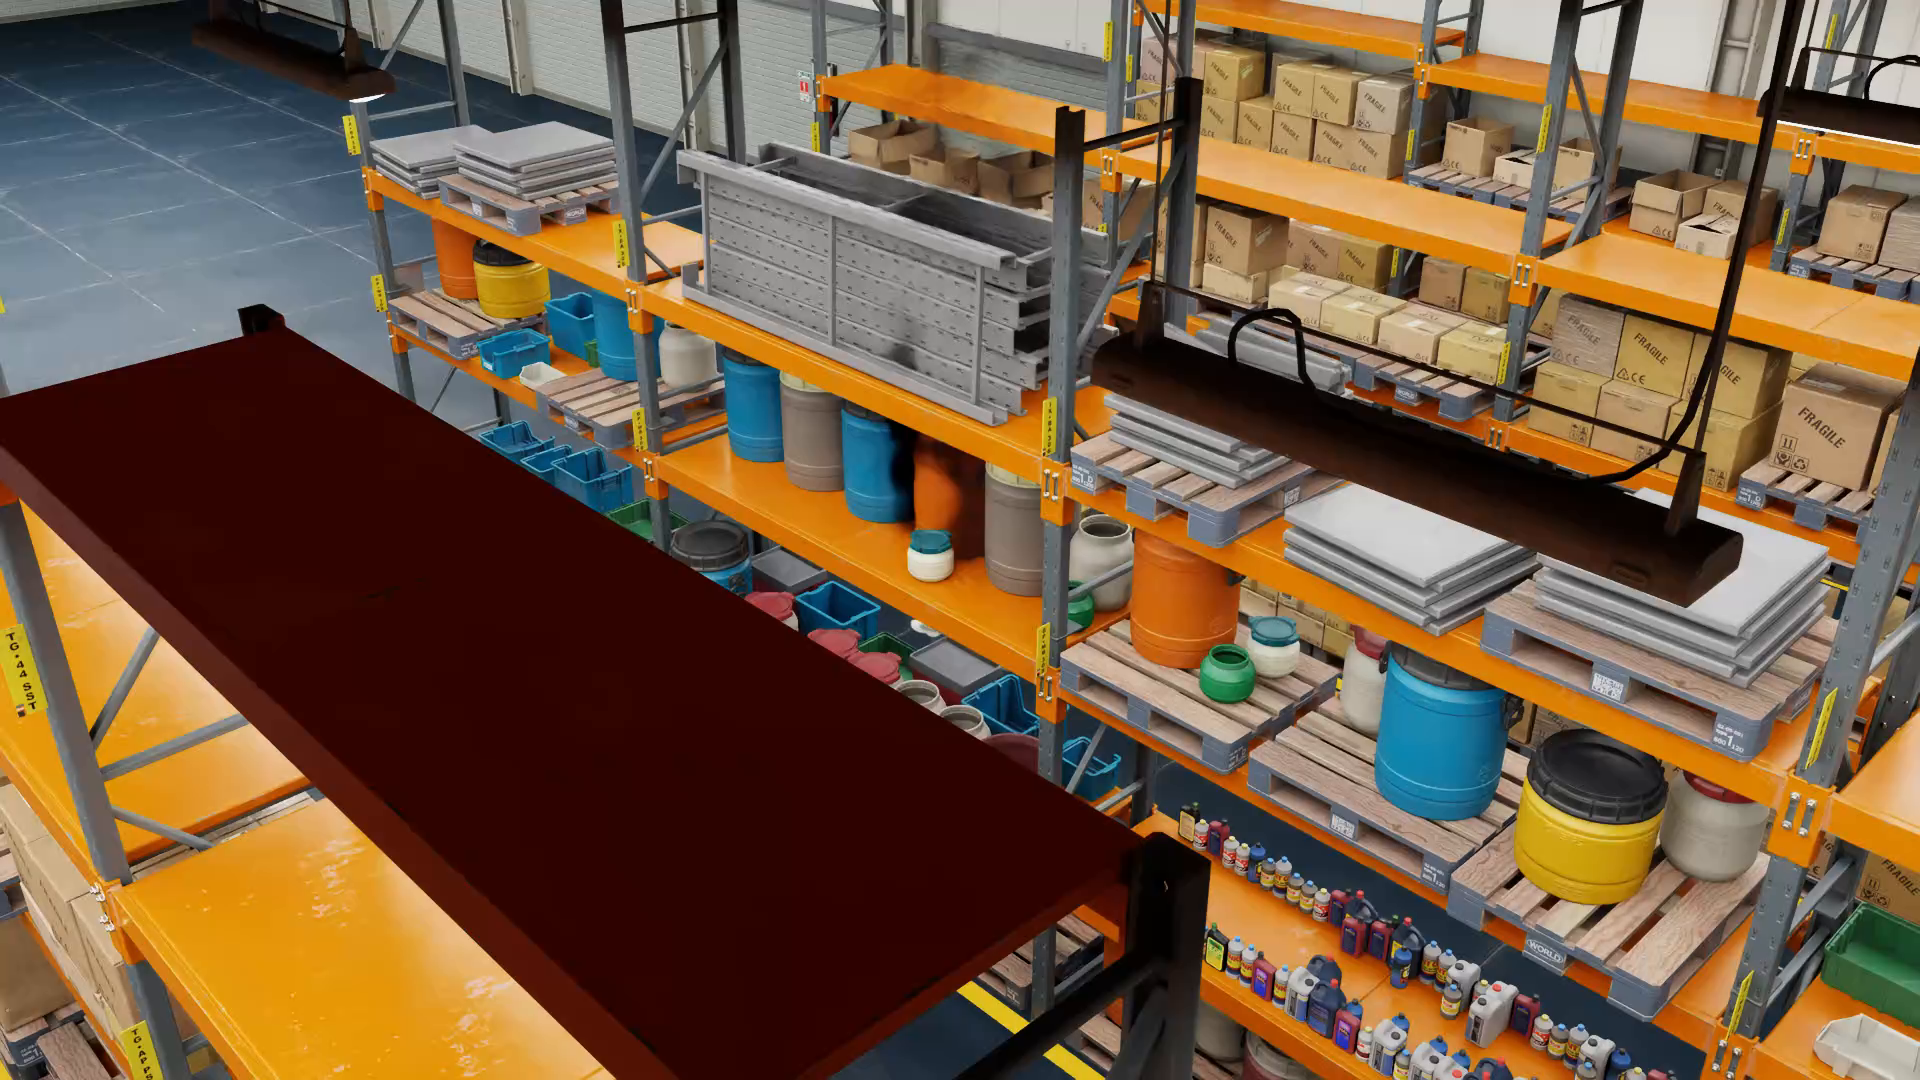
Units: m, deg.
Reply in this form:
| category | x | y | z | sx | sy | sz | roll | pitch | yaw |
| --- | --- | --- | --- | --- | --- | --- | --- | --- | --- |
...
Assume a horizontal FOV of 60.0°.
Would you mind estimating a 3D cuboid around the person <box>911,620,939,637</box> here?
| category | x | y | z | sx | sy | sz | roll | pitch | yaw |
| --- | --- | --- | --- | --- | --- | --- | --- | --- | --- |
| person | -0.276 | 0.120 | 14.292 | 0.506 | 1.635 | 0.549 | 18 | 33 | 29 |
